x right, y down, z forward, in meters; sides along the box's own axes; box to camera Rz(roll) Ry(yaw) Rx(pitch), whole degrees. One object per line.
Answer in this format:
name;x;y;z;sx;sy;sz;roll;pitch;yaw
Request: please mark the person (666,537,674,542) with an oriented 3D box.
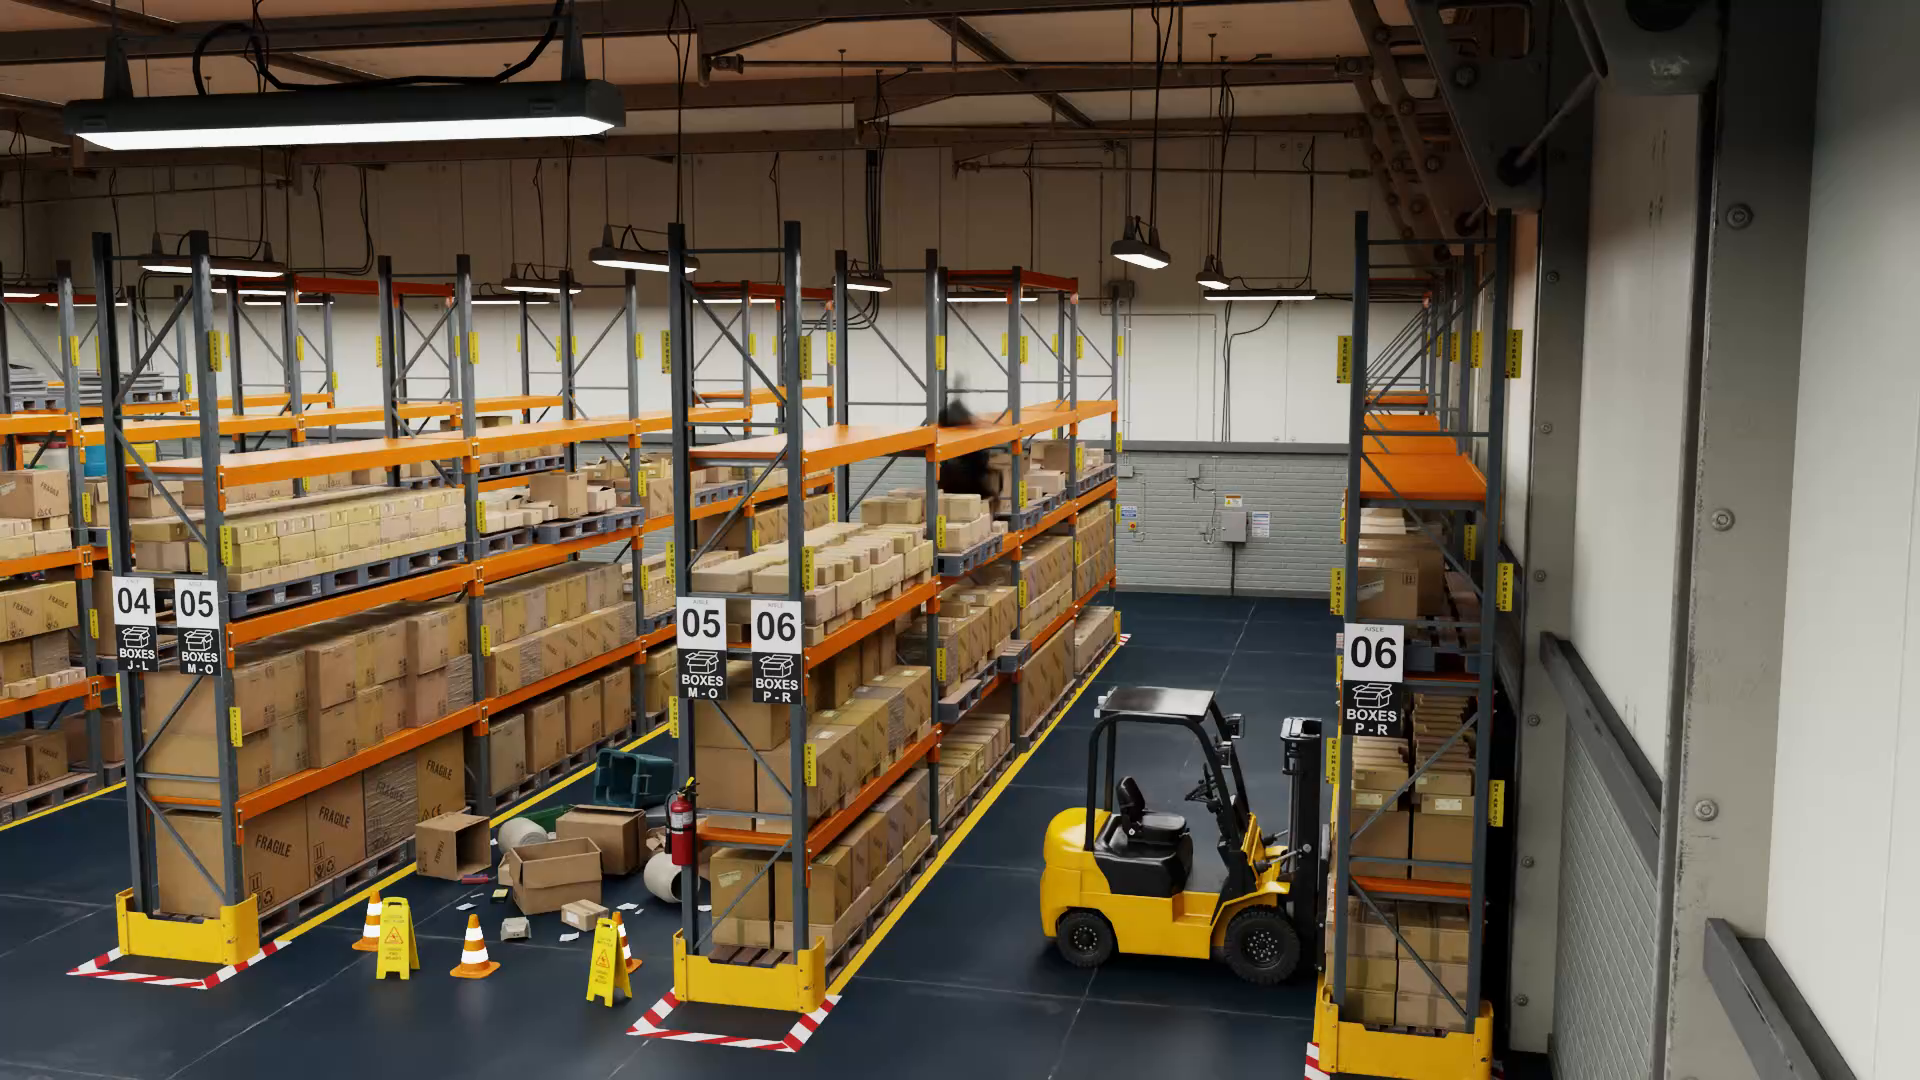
person;-4.842;0.860;28.206;0.692;1.840;0.645;3;8;23
